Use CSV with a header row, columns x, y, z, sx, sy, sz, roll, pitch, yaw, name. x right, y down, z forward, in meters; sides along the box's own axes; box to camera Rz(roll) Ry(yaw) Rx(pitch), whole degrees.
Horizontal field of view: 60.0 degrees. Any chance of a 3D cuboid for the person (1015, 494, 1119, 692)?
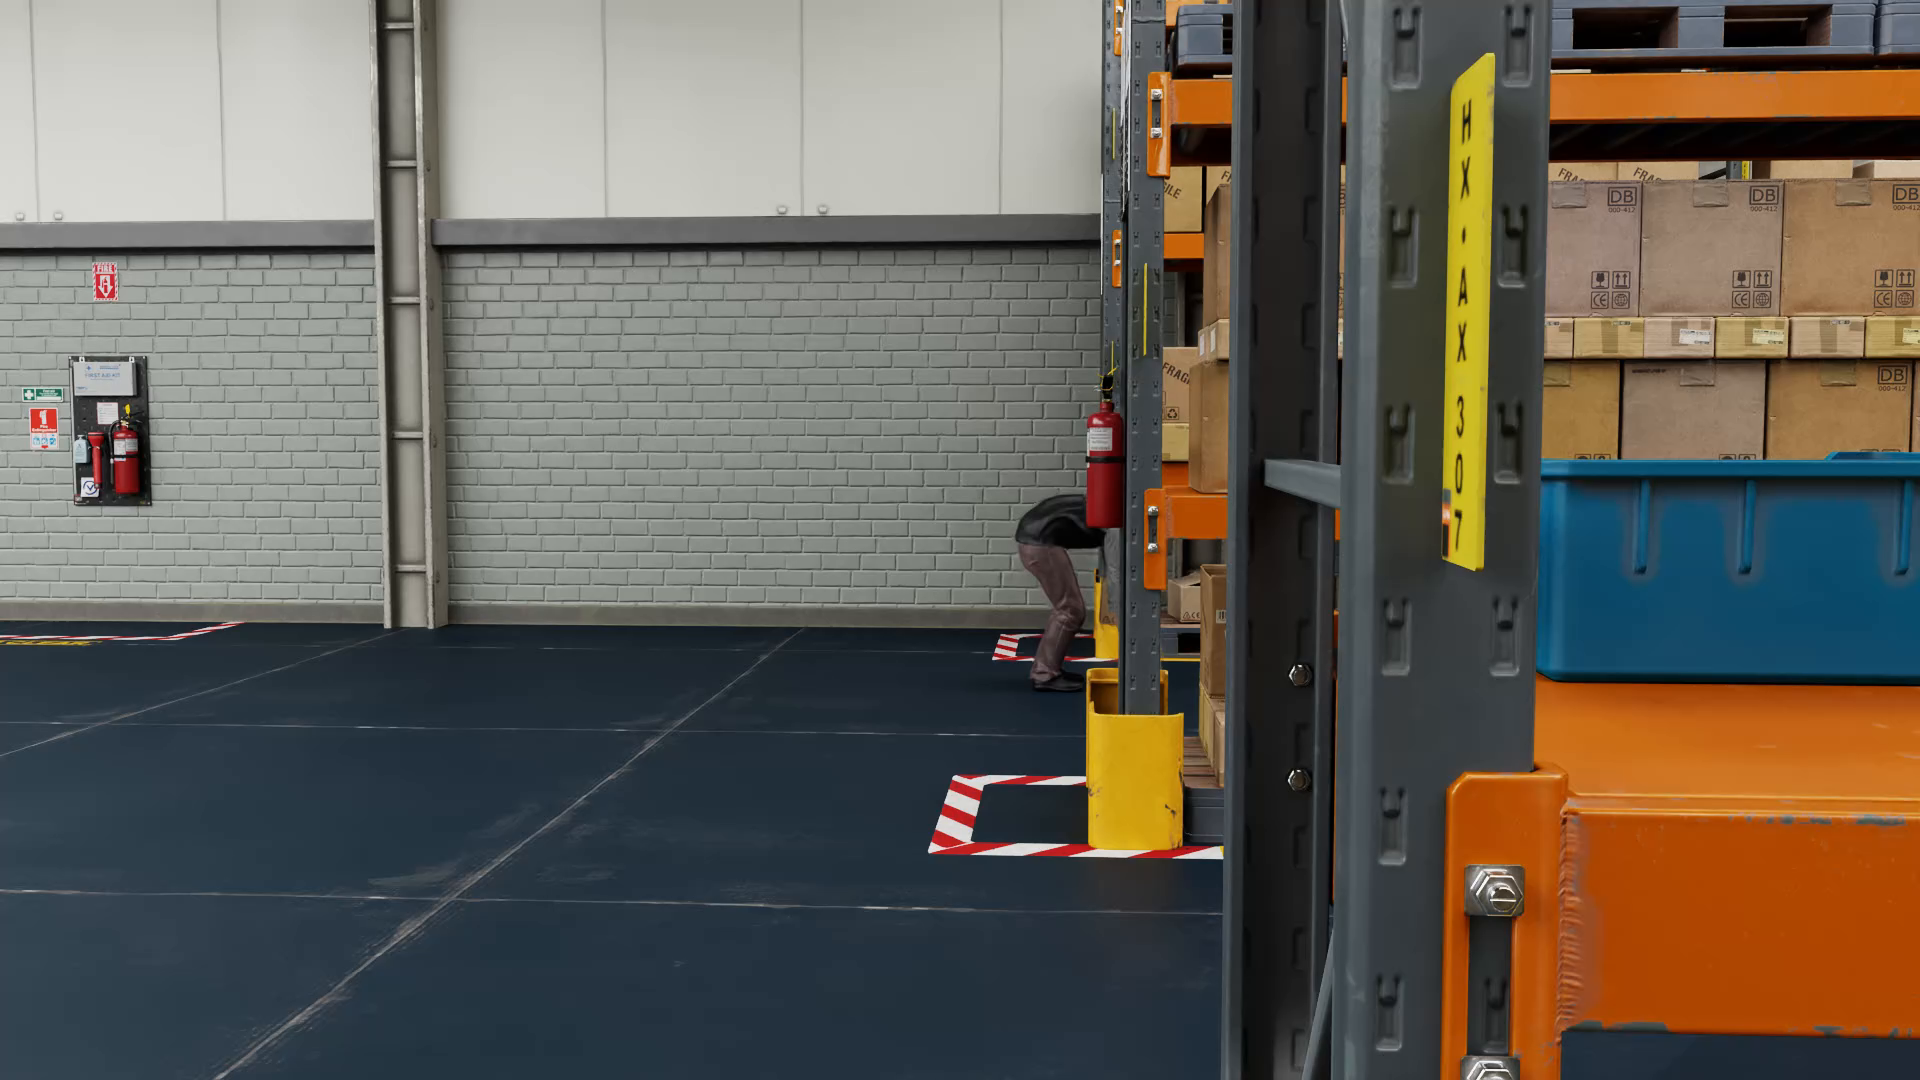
x,y,z,sx,sy,sz,roll,pitch,yaw,name
0.797,0.292,9.821,0.948,1.172,0.464,0,4,2,person
